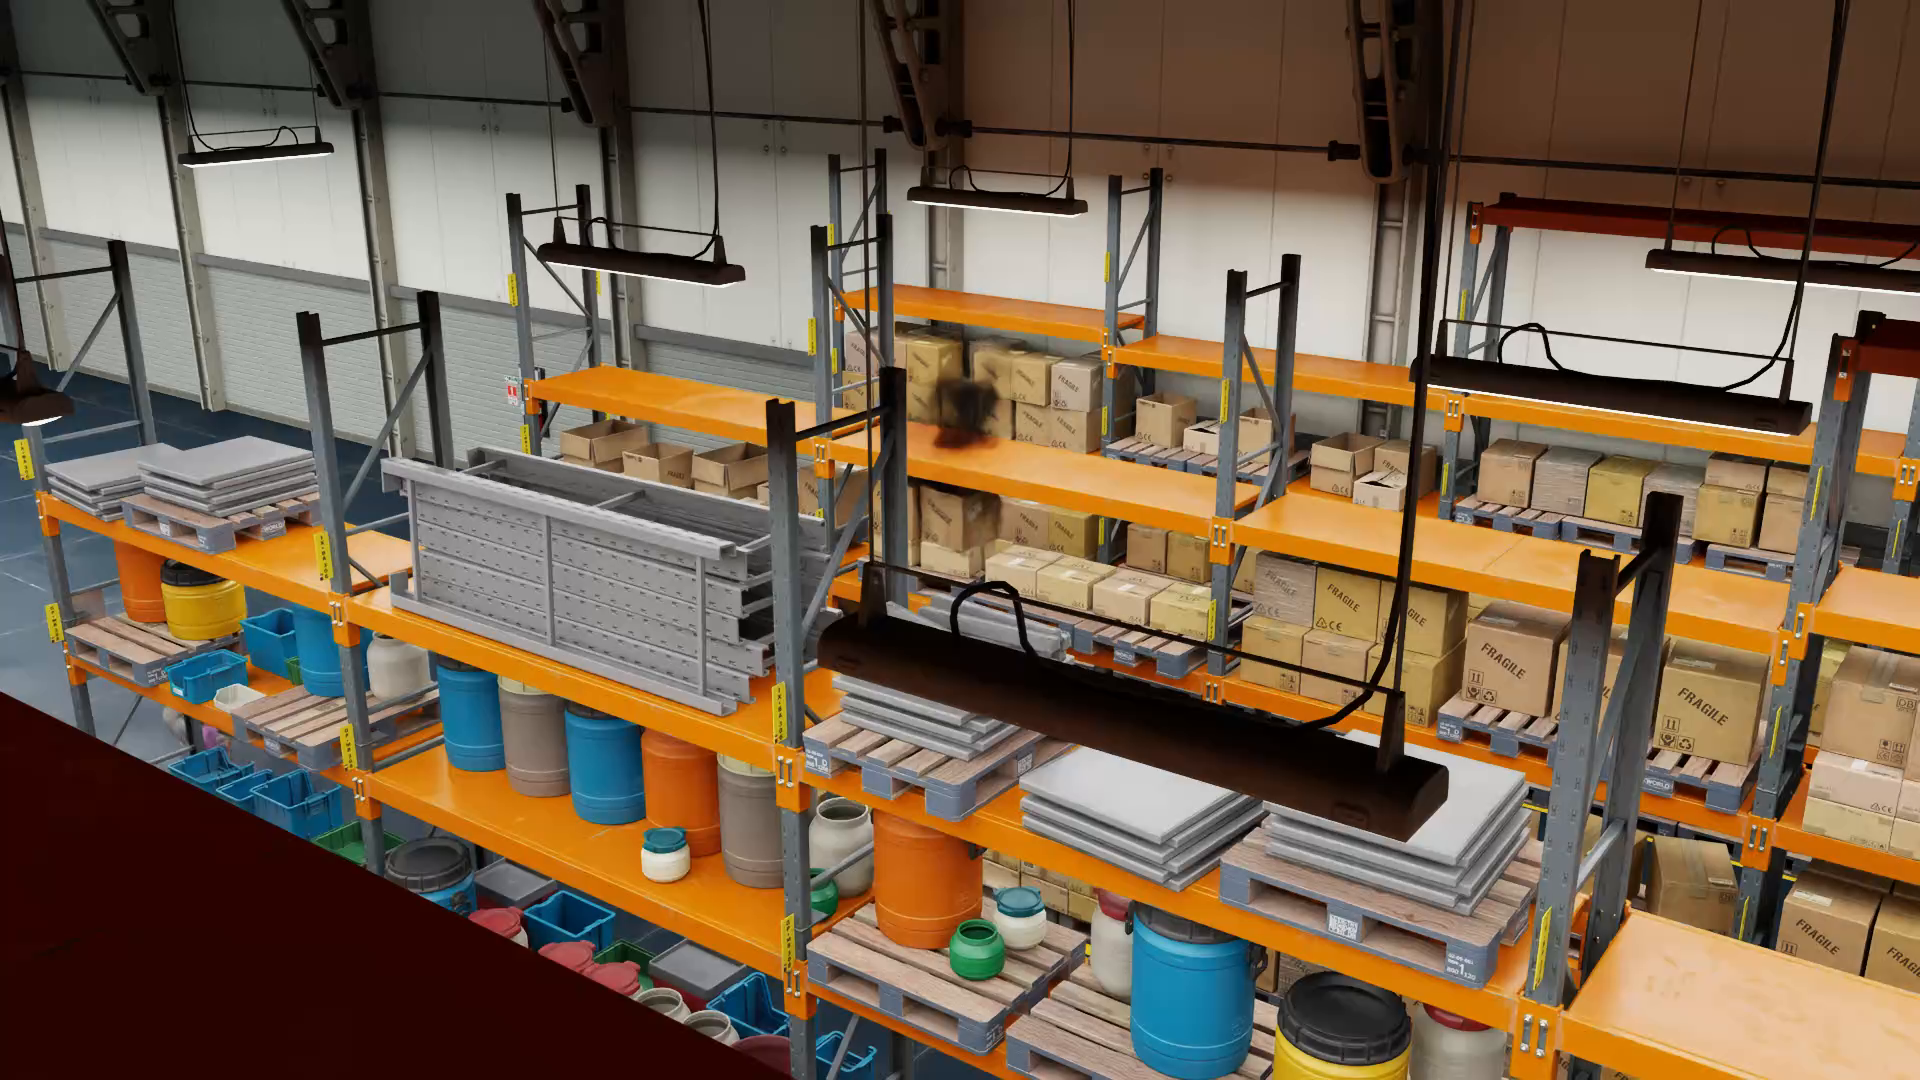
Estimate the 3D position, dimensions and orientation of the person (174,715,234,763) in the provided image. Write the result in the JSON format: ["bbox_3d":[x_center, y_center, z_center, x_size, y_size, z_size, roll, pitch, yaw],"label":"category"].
[{"bbox_3d":[-7.248,2.243,15.938,0.596,1.535,0.535,-2,19,-6],"label":"person"}]

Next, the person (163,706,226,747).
[{"bbox_3d":[-8.277,1.594,17.815,0.717,1.731,0.617,-8,20,-23],"label":"person"}]
